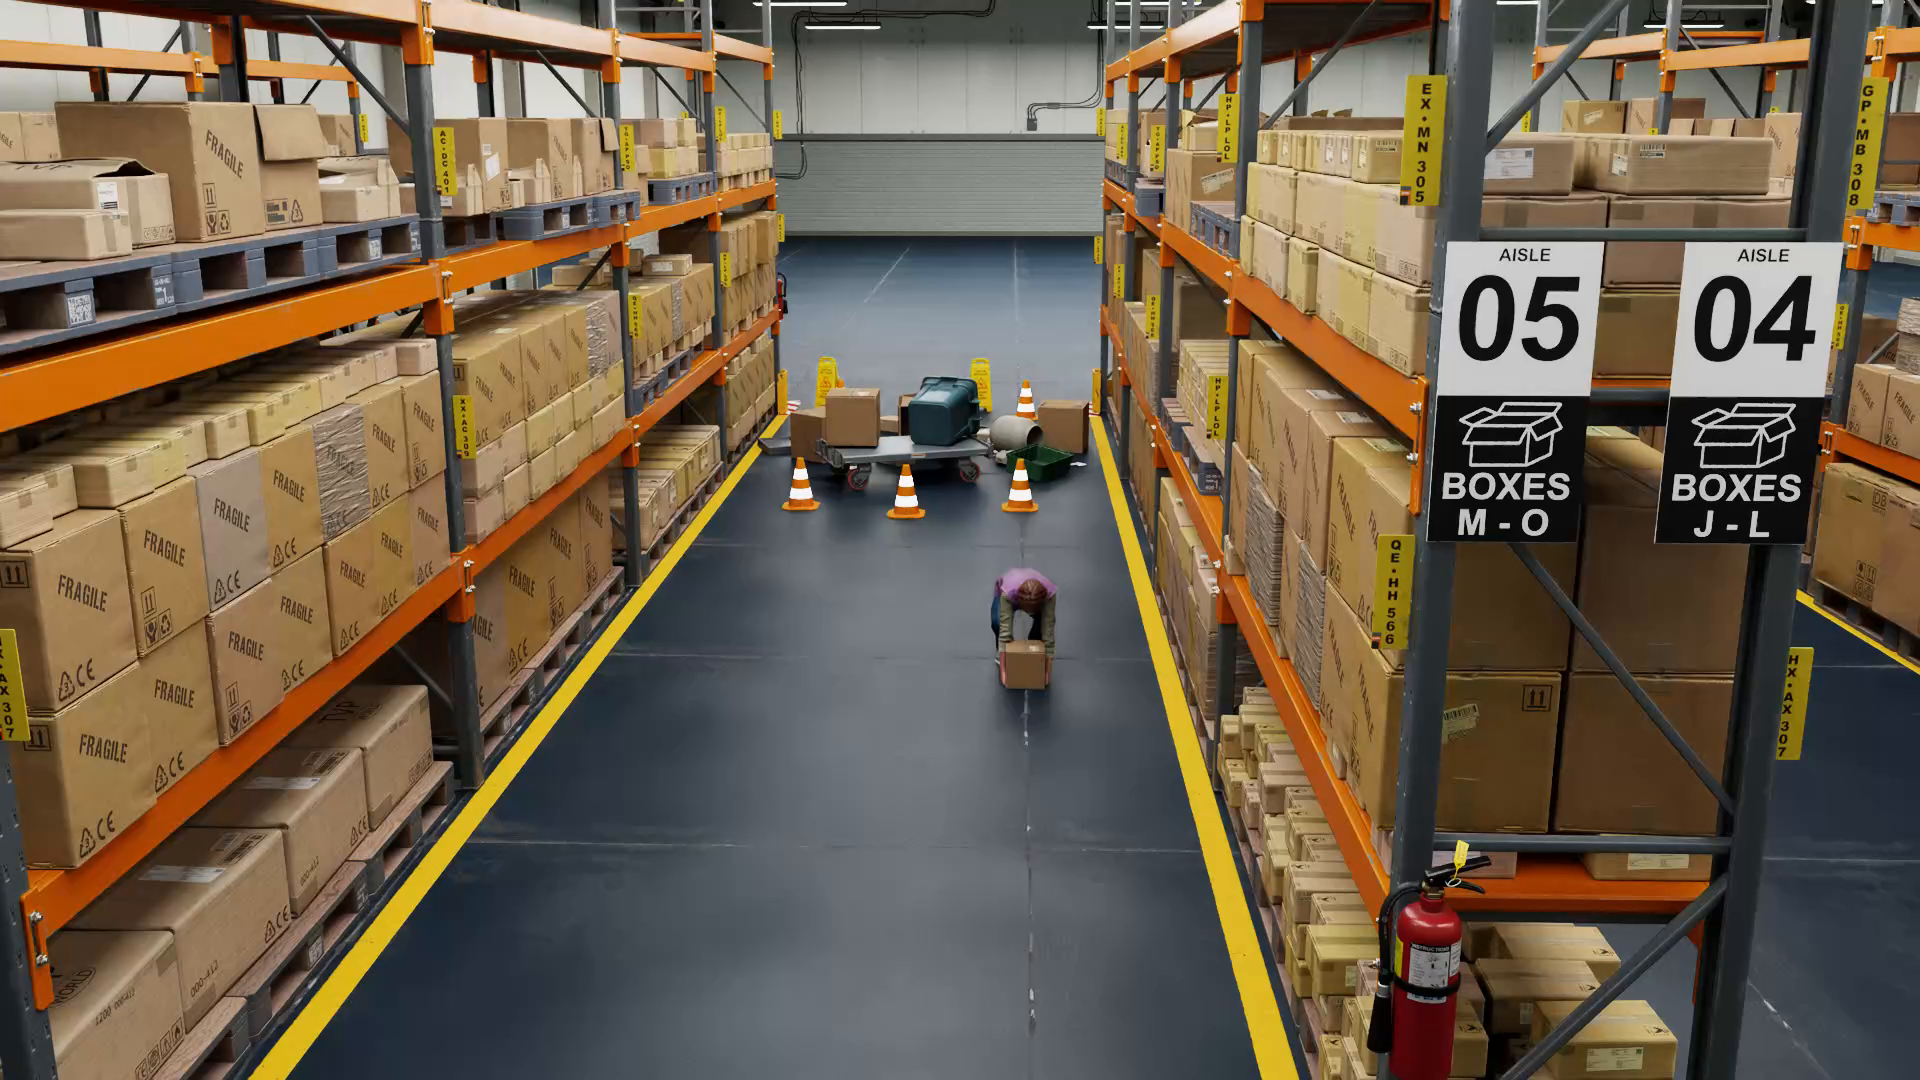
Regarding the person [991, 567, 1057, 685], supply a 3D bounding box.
[{"bbox_3d":[0.413,0.521,10.856,0.426,0.723,0.852,0,14,0],"label":"person"}]
